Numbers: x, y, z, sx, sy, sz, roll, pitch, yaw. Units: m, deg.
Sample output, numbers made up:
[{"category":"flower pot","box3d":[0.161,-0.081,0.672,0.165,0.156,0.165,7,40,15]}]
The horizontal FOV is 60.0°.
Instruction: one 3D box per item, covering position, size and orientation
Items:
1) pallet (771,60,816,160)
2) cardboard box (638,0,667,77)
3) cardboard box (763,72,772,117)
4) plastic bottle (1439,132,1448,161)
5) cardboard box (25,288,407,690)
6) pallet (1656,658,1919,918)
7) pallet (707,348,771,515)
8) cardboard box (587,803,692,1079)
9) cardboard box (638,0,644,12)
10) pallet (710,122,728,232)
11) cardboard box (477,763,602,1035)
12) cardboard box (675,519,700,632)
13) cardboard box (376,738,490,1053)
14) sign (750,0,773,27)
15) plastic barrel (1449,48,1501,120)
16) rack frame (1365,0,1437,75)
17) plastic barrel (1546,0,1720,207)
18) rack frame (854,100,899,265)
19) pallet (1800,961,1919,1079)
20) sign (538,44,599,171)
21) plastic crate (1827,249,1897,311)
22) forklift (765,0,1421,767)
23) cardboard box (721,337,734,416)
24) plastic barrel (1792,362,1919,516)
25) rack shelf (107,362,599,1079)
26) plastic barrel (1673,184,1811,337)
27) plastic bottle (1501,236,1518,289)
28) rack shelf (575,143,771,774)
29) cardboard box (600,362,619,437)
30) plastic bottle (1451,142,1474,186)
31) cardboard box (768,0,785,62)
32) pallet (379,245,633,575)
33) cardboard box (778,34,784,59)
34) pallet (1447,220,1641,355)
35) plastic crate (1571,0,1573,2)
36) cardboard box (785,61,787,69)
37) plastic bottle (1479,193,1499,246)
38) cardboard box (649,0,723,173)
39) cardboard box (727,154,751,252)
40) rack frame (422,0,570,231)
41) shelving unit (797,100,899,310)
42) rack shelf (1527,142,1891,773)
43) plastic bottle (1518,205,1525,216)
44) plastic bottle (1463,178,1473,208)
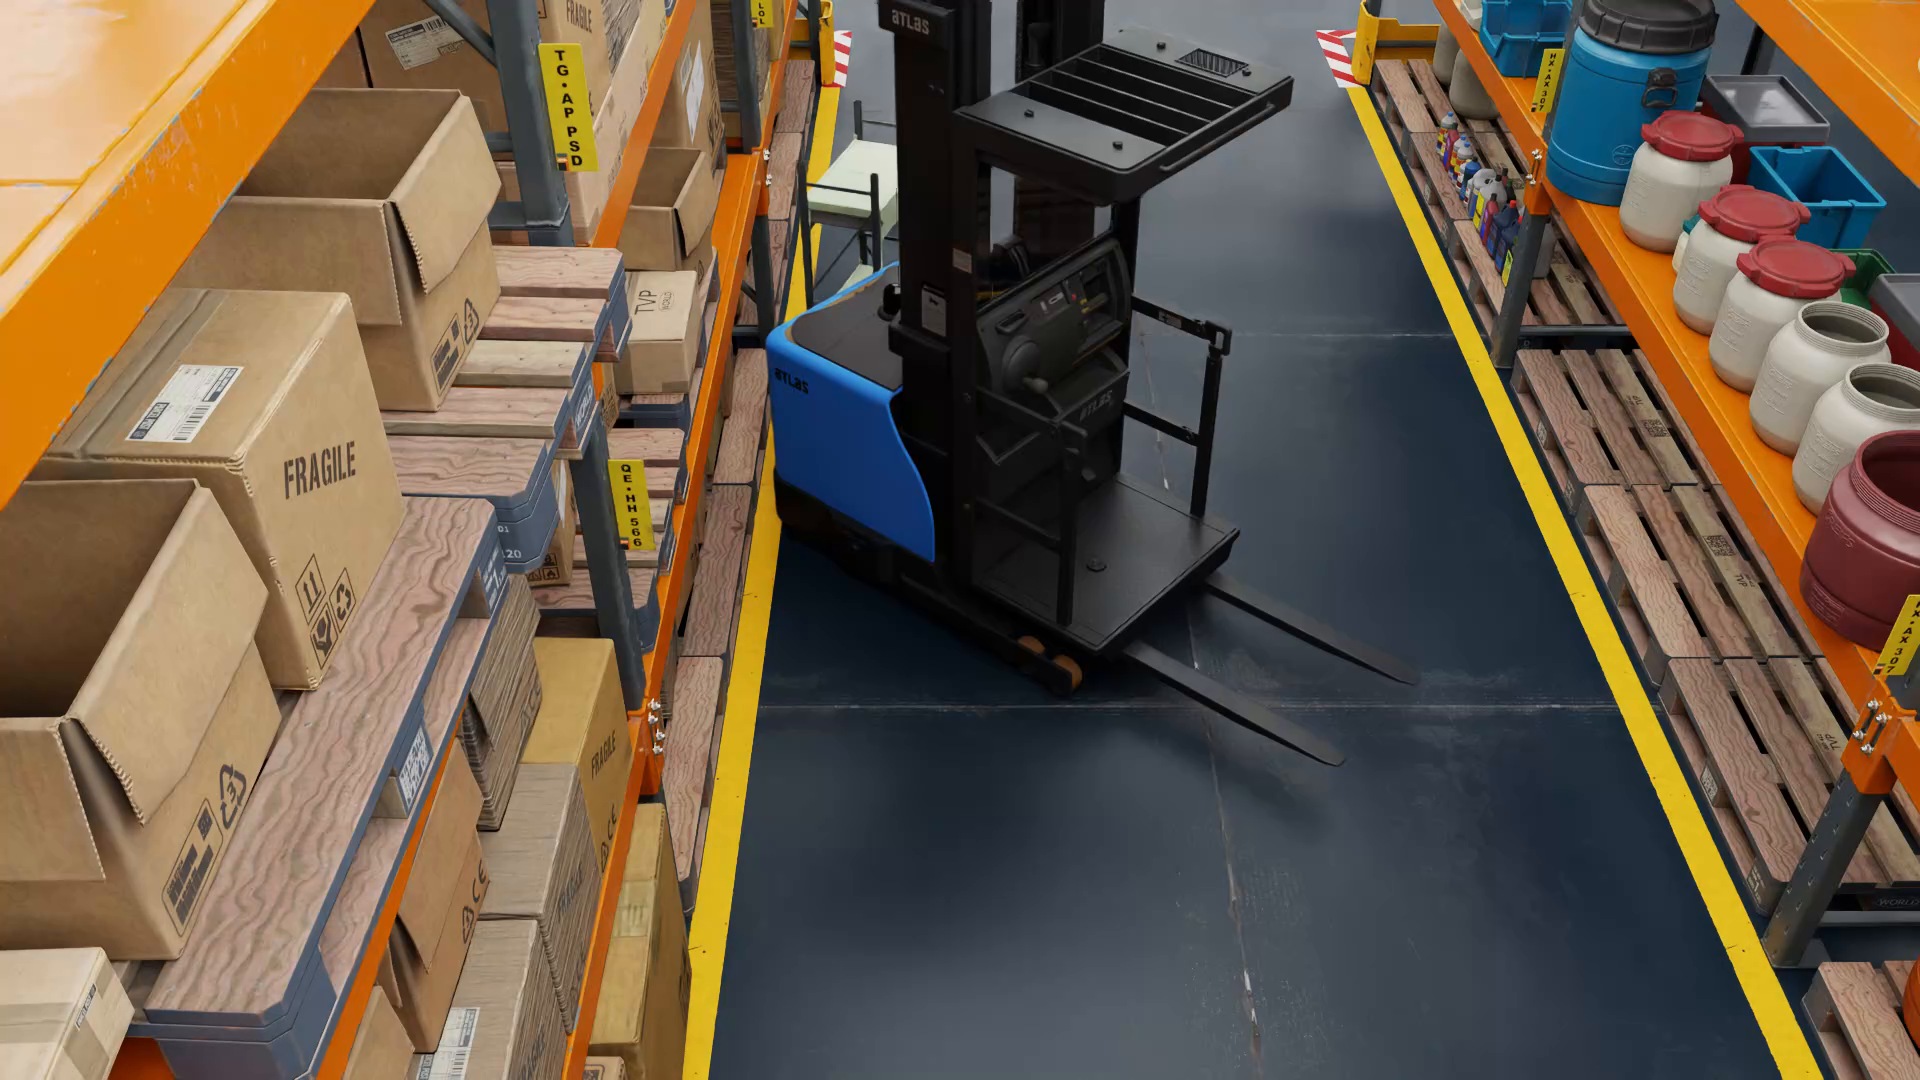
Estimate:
[{"category":"pallet","box3d":[-1.544,-3.003,11.574,1.003,0.211,1.213,0,39,0]},{"category":"cardboard box","box3d":[-1.256,-1.693,5.430,0.500,0.250,0.500,1,39,1]},{"category":"cardboard box","box3d":[-1.191,-2.338,8.716,0.380,0.149,0.250,0,39,0]},{"category":"plastic bottle","box3d":[3.134,-2.531,10.642,0.097,0.201,0.097,0,39,0]},{"category":"cardboard box","box3d":[-1.338,-0.096,2.903,0.500,0.500,0.500,2,39,2]},{"category":"pallet","box3d":[3.491,0.956,6.634,1.003,0.211,1.213,0,39,0]},{"category":"pallet","box3d":[-1.502,-0.570,8.539,1.003,0.211,1.213,0,39,0]},{"category":"cardboard box","box3d":[-1.520,1.453,5.147,1.225,0.875,0.875,-2,39,-2]},{"category":"cardboard box","box3d":[-1.248,-1.974,5.182,0.500,0.500,0.500,-1,39,-1]},{"category":"pallet","box3d":[-1.649,-1.593,7.738,1.003,0.211,1.213,0,39,0]},{"category":"cardboard box","box3d":[-1.257,0.937,4.348,0.500,0.500,0.500,0,39,0]},{"category":"cardboard box","box3d":[-1.542,0.039,7.195,0.700,0.500,0.500,3,39,4]},{"category":"cardboard box","box3d":[-1.517,0.790,3.729,0.797,0.503,0.637,1,39,1]},{"category":"sign","box3d":[-0.950,-2.600,7.915,0.100,0.325,0.005,0,39,0]},{"category":"plastic barrel","box3d":[3.521,-3.119,11.142,0.421,0.512,0.421,0,39,0]},{"category":"rack frame","box3d":[3.444,-4.650,11.400,1.000,3.000,0.127,0,39,0]},{"category":"plastic barrel","box3d":[3.146,-2.103,7.820,0.600,0.901,0.708,0,39,0]},{"category":"rack frame","box3d":[-0.341,-1.582,8.771,0.400,1.500,0.023,12,40,14]},{"category":"pallet","box3d":[3.495,1.934,5.414,1.003,0.211,1.213,0,39,0]},{"category":"sign","box3d":[-0.945,-1.043,4.022,0.100,0.325,0.005,0,39,0]},{"category":"plastic crate","box3d":[3.733,-0.977,6.986,0.450,0.188,0.662,0,39,0]},{"category":"forklift","box3d":[0.557,-0.856,6.720,3.031,2.935,1.130,28,47,31]},{"category":"cardboard box","box3d":[-1.526,-0.958,8.439,0.700,0.500,0.500,-3,39,-4]},{"category":"plastic barrel","box3d":[3.238,-0.334,5.925,0.421,0.512,0.421,0,39,0]},{"category":"rack shelf","box3d":[-1.498,0.717,2.879,1.077,0.370,4.000,0,39,0]},{"category":"plastic barrel","box3d":[3.231,-1.145,6.917,0.433,0.535,0.433,0,39,0]},{"category":"plastic bottle","box3d":[3.118,-1.561,9.366,0.061,0.283,0.133,2,39,2]},{"category":"rack shelf","box3d":[-1.502,-0.614,6.938,1.077,0.370,4.000,0,39,0]},{"category":"cardboard box","box3d":[-1.641,-0.534,5.847,0.700,0.500,0.500,5,39,7]},{"category":"plastic bottle","box3d":[3.135,-2.347,10.355,0.097,0.271,0.097,0,39,0]},{"category":"cardboard box","box3d":[-1.409,-2.895,8.891,0.875,0.500,0.500,0,39,0]},{"category":"pallet","box3d":[-1.446,-0.338,3.771,1.213,0.211,1.003,2,39,2]},{"category":"cardboard box","box3d":[-1.188,-2.807,9.301,0.380,0.149,0.250,0,39,0]},{"category":"pallet","box3d":[3.489,-1.481,9.675,1.003,0.211,1.213,0,39,0]},{"category":"plastic crate","box3d":[3.729,-2.915,9.404,0.450,0.188,0.662,0,39,0]},{"category":"cardboard box","box3d":[-1.525,-3.445,11.559,0.500,0.500,0.500,7,39,8]},{"category":"plastic bottle","box3d":[3.117,-1.885,9.770,0.061,0.283,0.133,2,39,3]},{"category":"cardboard box","box3d":[-1.644,-2.046,7.335,1.000,1.000,1.000,0,39,0]},{"category":"cardboard box","box3d":[-1.473,-1.942,9.684,0.500,0.500,0.500,12,40,14]},{"category":"rack frame","box3d":[-1.500,-1.985,3.277,1.000,3.000,0.127,0,39,0]},{"category":"shelving unit","box3d":[-0.457,-1.365,8.500,0.431,1.500,0.755,12,40,14]},{"category":"rack shelf","box3d":[3.451,-0.618,6.943,1.077,0.370,4.000,0,39,0]},{"category":"plastic bottle","box3d":[3.307,-1.796,9.665,0.152,0.276,0.135,0,39,0]},{"category":"plastic bottle","box3d":[3.135,-2.129,10.139,0.097,0.201,0.097,0,39,0]}]
